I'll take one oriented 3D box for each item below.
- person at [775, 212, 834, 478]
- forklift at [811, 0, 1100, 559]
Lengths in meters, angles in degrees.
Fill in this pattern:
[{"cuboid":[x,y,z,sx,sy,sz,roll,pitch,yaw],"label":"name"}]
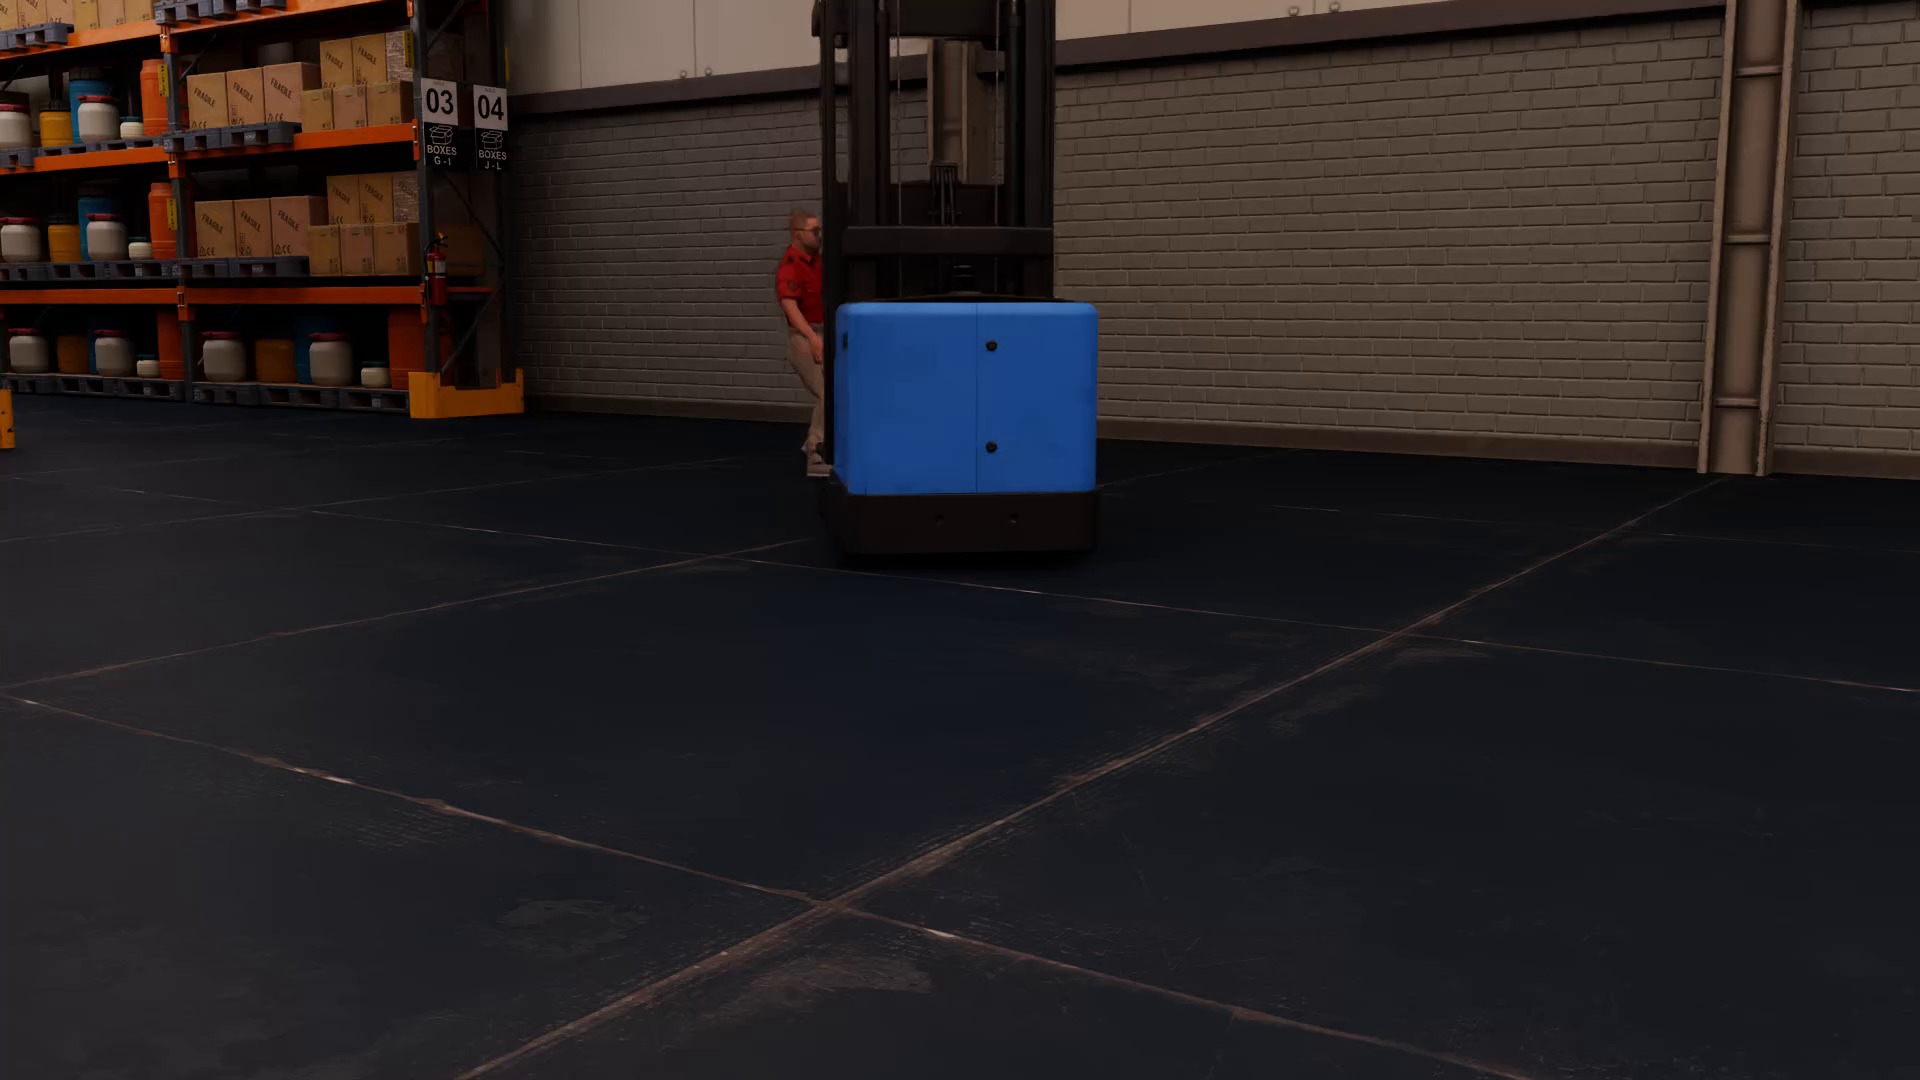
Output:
[{"cuboid":[-0.831,-1.224,10.377,0.601,1.628,0.792,3,9,22],"label":"person"},{"cuboid":[-0.138,-1.541,8.026,1.130,2.935,3.031,-1,8,-8],"label":"forklift"}]
